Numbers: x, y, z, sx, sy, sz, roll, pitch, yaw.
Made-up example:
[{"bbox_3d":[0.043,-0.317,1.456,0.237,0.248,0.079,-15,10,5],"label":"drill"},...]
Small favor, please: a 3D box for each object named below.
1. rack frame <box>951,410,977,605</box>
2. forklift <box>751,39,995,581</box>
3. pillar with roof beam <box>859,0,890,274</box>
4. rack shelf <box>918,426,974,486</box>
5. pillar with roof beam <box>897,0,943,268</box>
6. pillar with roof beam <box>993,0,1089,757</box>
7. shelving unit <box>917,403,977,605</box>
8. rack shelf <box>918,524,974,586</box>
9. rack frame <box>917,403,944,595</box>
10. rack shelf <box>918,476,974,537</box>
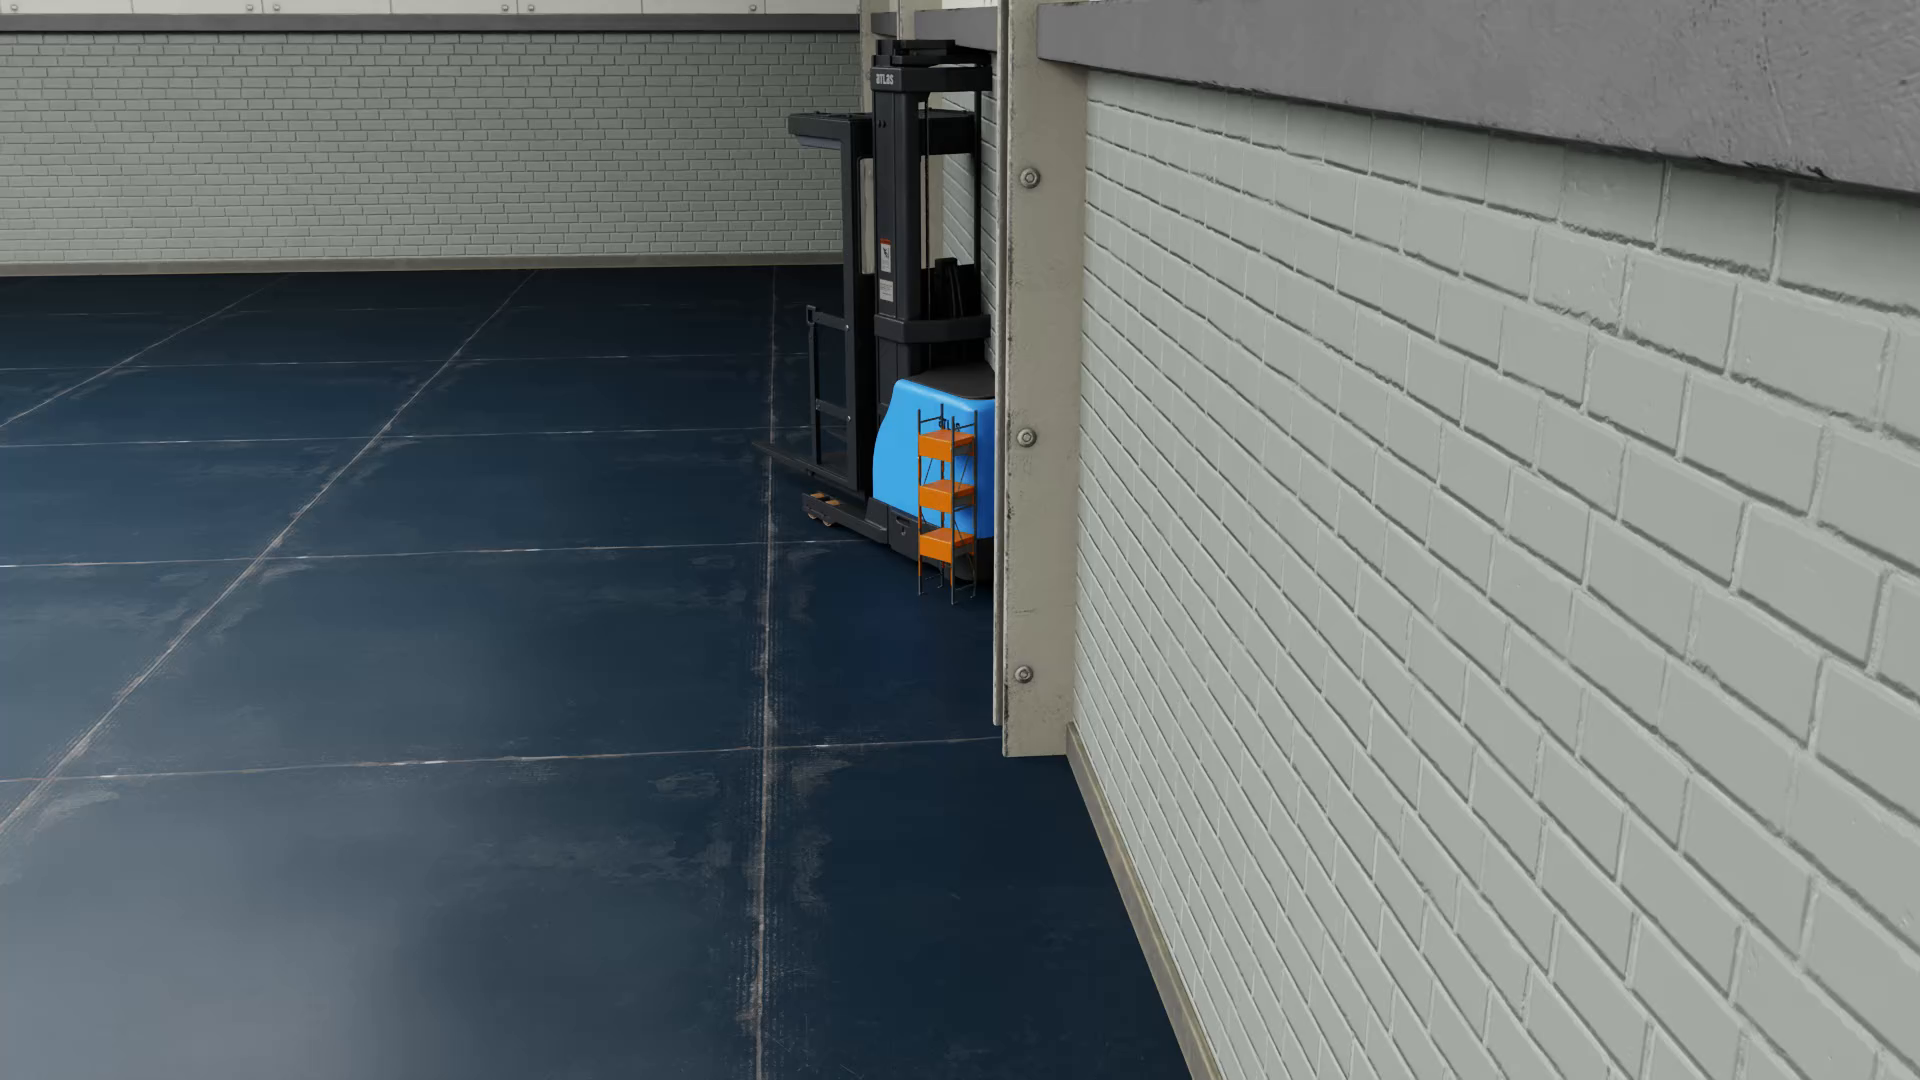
[{"bbox_3d":[0.024,-0.171,8.968,0.008,1.050,0.200,15,23,39],"label":"rack frame"},{"bbox_3d":[-0.346,-1.554,10.233,1.130,2.935,3.031,-11,21,-32],"label":"forklift"},{"bbox_3d":[-5.196,-6.861,17.009,9.100,9.000,0.400,-2,18,-6],"label":"pillar with roof beam"},{"bbox_3d":[-0.067,-0.456,8.964,0.240,0.259,0.215,15,23,39],"label":"rack shelf"},{"bbox_3d":[-4.577,-5.074,11.315,9.100,9.000,0.400,-2,18,-6],"label":"pillar with roof beam"},{"bbox_3d":[-3.958,-3.286,5.621,9.100,9.000,0.400,-2,18,-6],"label":"pillar with roof beam"},{"bbox_3d":[-0.067,-0.195,9.045,0.252,1.050,0.215,15,23,39],"label":"shelving unit"},{"bbox_3d":[-0.067,0.080,9.132,0.240,0.259,0.215,15,23,39],"label":"rack shelf"},{"bbox_3d":[-0.159,-0.219,9.123,0.008,1.050,0.200,15,23,39],"label":"rack frame"},{"bbox_3d":[-0.067,-0.185,9.049,0.240,0.259,0.215,15,23,39],"label":"rack shelf"}]
